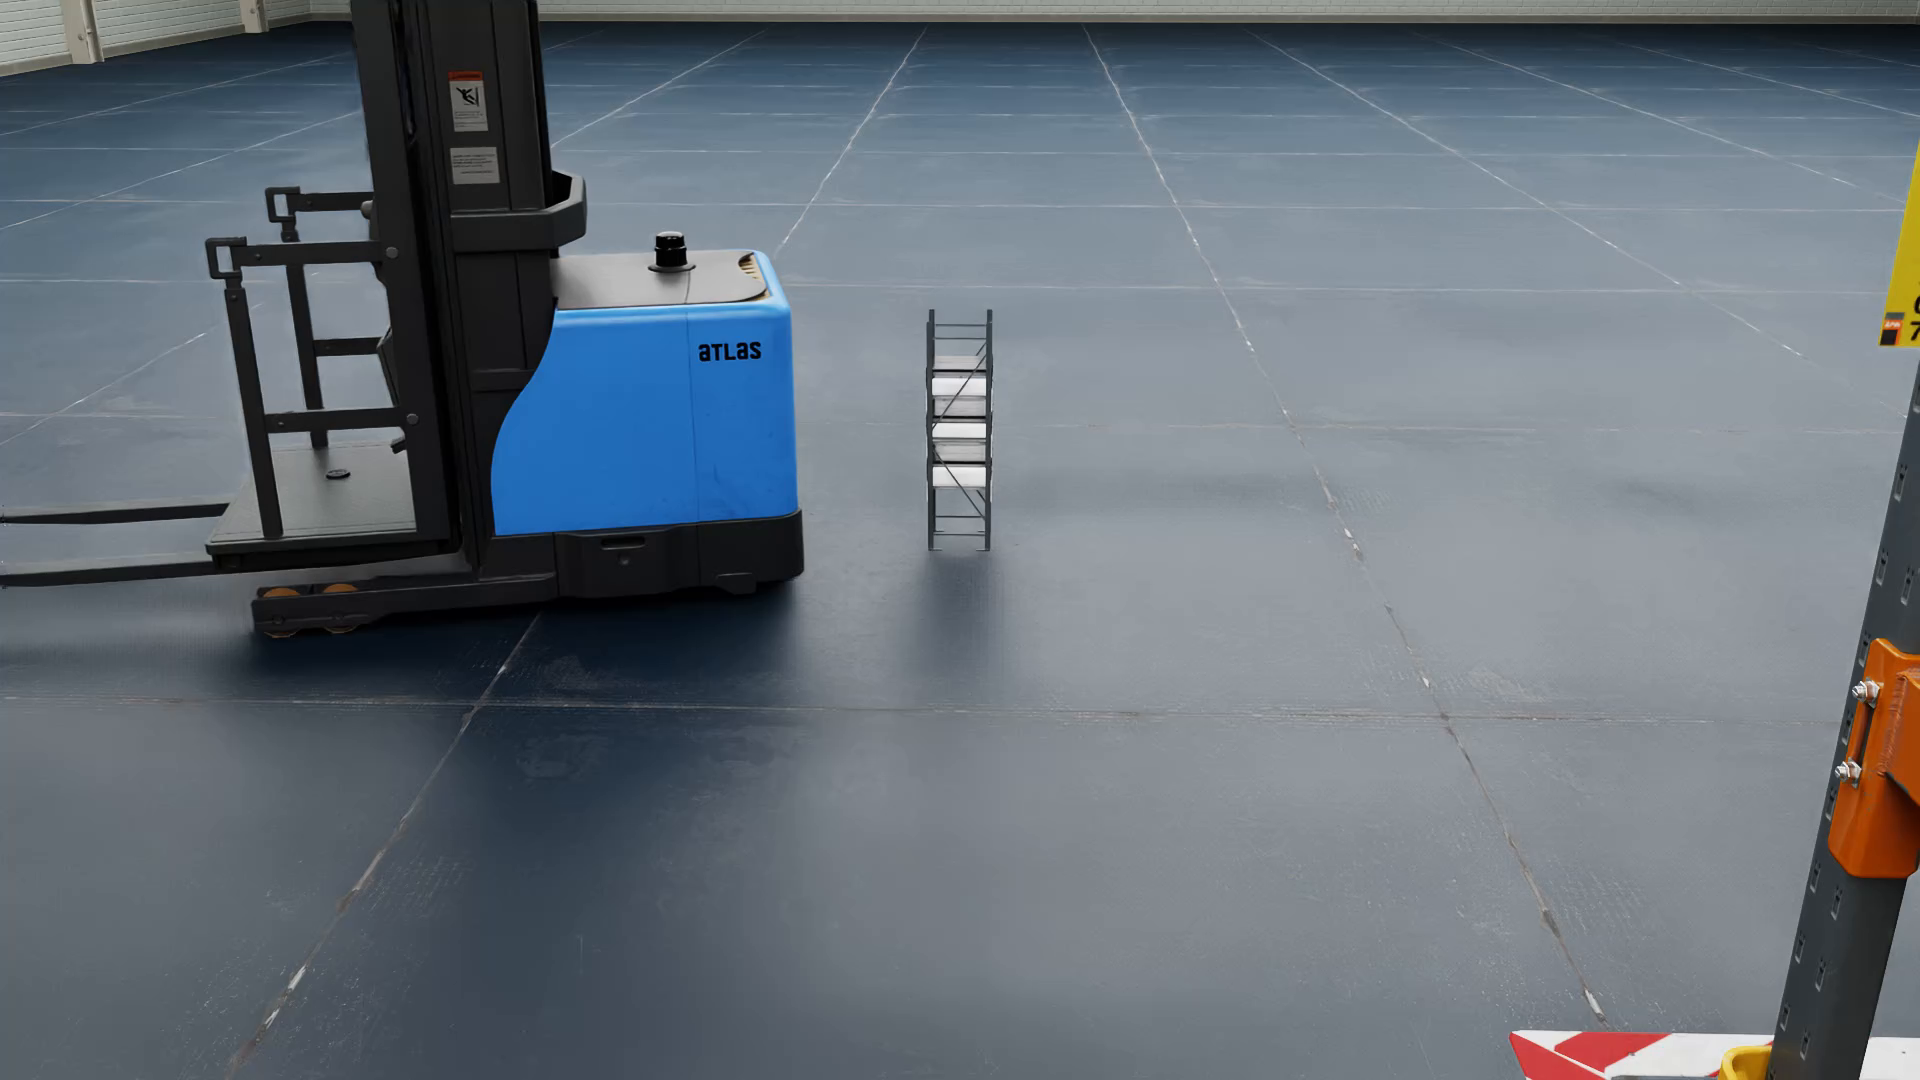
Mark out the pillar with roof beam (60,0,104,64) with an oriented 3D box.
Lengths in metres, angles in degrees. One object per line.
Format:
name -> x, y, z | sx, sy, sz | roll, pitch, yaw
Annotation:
pillar with roof beam -> -8.873, -11.362, 23.371 | 9.100, 9.000, 0.400 | 1, 21, 2

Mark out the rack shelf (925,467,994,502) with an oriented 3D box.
rack shelf -> 0.000, -0.218, 6.436 | 0.258, 0.077, 0.200 | 1, 21, 2

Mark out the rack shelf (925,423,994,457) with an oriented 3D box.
rack shelf -> 0.000, -0.386, 6.371 | 0.258, 0.077, 0.200 | 1, 21, 2

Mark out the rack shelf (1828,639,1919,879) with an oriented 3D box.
rack shelf -> 1.822, 1.044, 0.685 | 1.077, 0.370, 4.000 | 1, 21, 2

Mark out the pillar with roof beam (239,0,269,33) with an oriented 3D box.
pillar with roof beam -> -8.690, -13.531, 28.962 | 9.100, 9.000, 0.400 | 1, 21, 2

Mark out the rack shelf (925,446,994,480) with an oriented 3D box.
rack shelf -> 0.000, -0.302, 6.403 | 0.258, 0.077, 0.200 | 1, 21, 2

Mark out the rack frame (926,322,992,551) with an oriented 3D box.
rack frame -> -0.003, -0.380, 6.264 | 0.240, 0.900, 0.006 | 1, 21, 2

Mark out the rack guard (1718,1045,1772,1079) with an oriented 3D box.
rack guard -> 1.881, 1.179, 2.800 | 1.175, 0.500, 0.348 | 1, 21, 2

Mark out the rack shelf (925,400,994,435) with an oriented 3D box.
rack shelf -> 0.000, -0.469, 6.338 | 0.258, 0.077, 0.200 | 1, 21, 2

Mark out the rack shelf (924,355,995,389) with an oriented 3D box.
rack shelf -> 0.000, -0.637, 6.273 | 0.258, 0.077, 0.200 | 1, 21, 2

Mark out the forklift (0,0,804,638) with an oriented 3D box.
forklift -> -2.136, -1.241, 5.674 | 3.031, 2.935, 1.130 | -4, 22, -10

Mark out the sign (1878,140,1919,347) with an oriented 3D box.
sign -> 1.341, -0.424, 2.278 | 0.100, 0.325, 0.005 | 1, 21, 2

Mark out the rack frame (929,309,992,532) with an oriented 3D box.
rack frame -> 0.003, -0.453, 6.453 | 0.240, 0.900, 0.006 | 1, 21, 2

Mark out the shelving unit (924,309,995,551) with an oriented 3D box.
shelving unit -> 0.000, -0.417, 6.359 | 0.258, 0.900, 0.210 | 1, 21, 2

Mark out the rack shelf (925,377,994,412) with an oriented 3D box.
rack shelf -> 0.000, -0.553, 6.306 | 0.258, 0.077, 0.200 | 1, 21, 2
